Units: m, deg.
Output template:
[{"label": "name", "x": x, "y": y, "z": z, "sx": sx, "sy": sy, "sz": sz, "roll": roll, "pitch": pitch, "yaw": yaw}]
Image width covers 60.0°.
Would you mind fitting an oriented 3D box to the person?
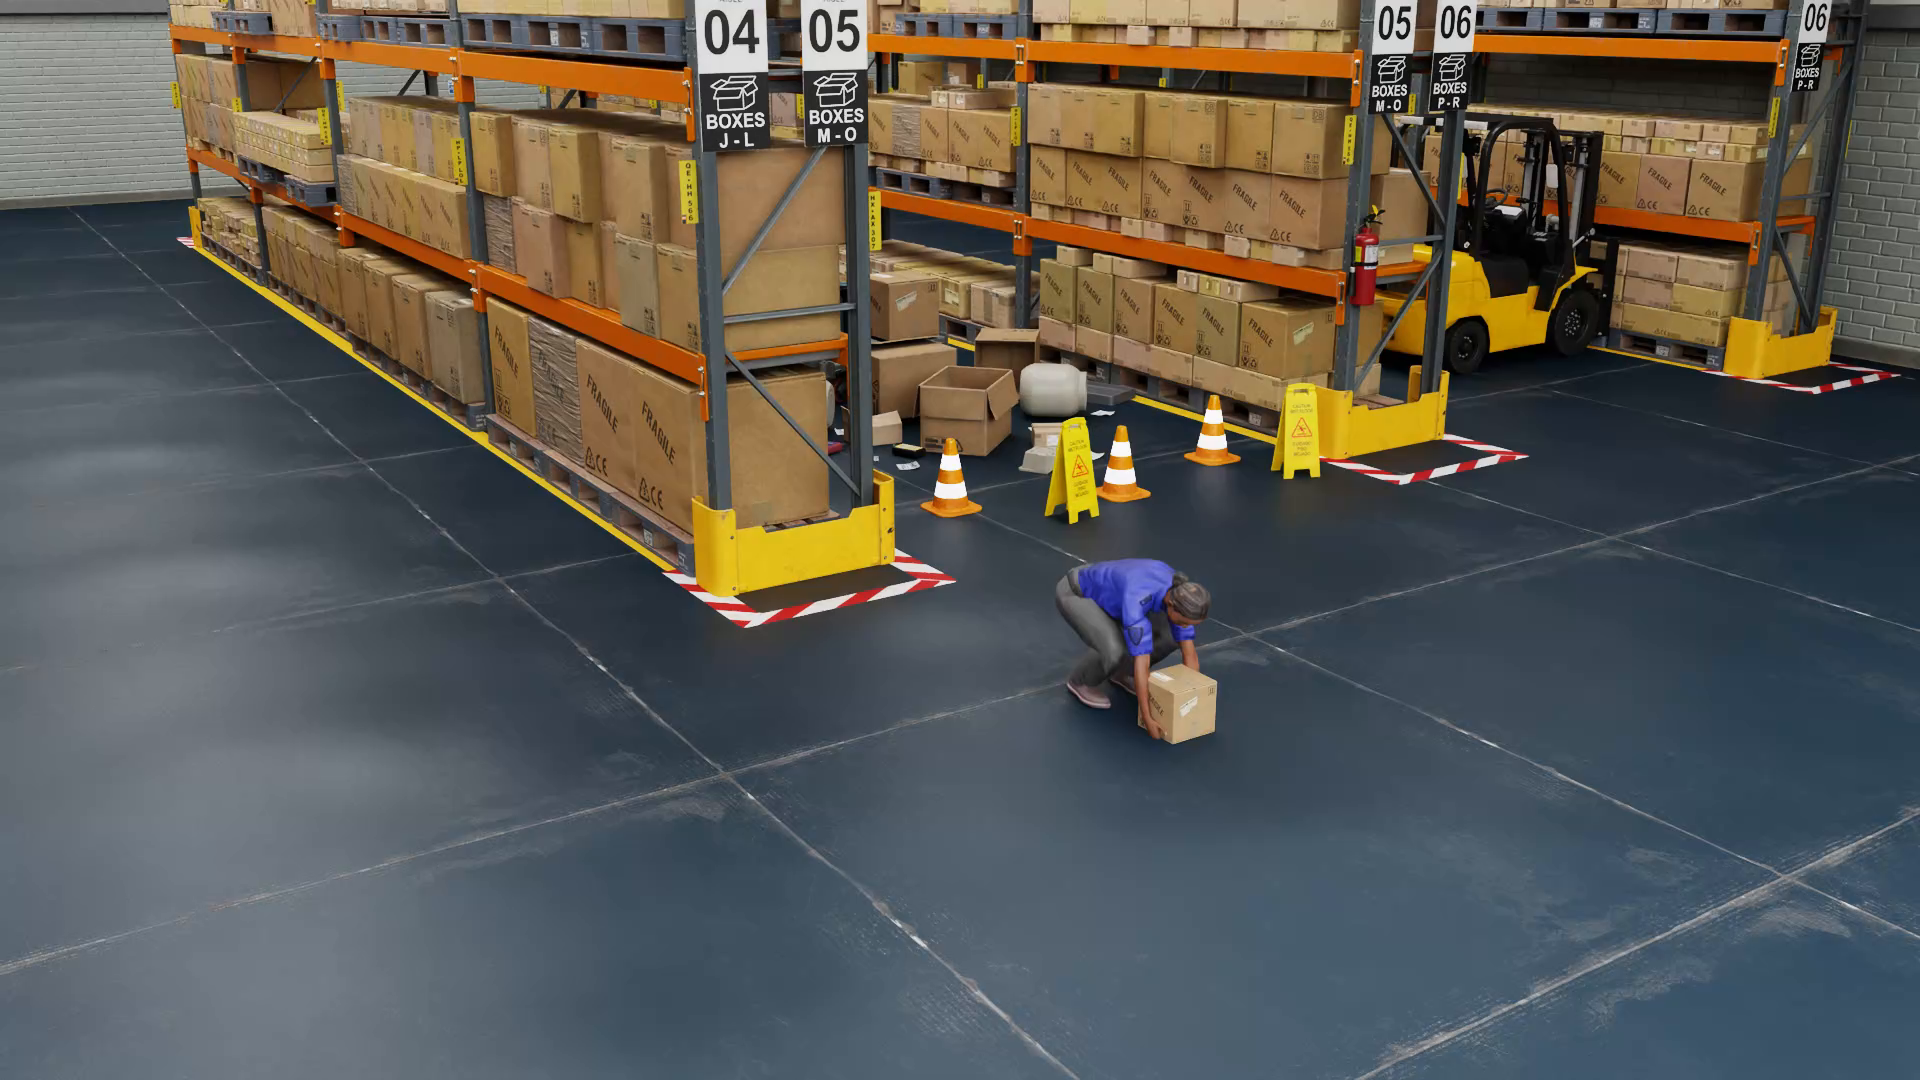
[{"label": "person", "x": 0.810, "y": 0.440, "z": 7.741, "sx": 0.457, "sy": 0.744, "sz": 0.862, "roll": -12, "pitch": 22, "yaw": -33}]
